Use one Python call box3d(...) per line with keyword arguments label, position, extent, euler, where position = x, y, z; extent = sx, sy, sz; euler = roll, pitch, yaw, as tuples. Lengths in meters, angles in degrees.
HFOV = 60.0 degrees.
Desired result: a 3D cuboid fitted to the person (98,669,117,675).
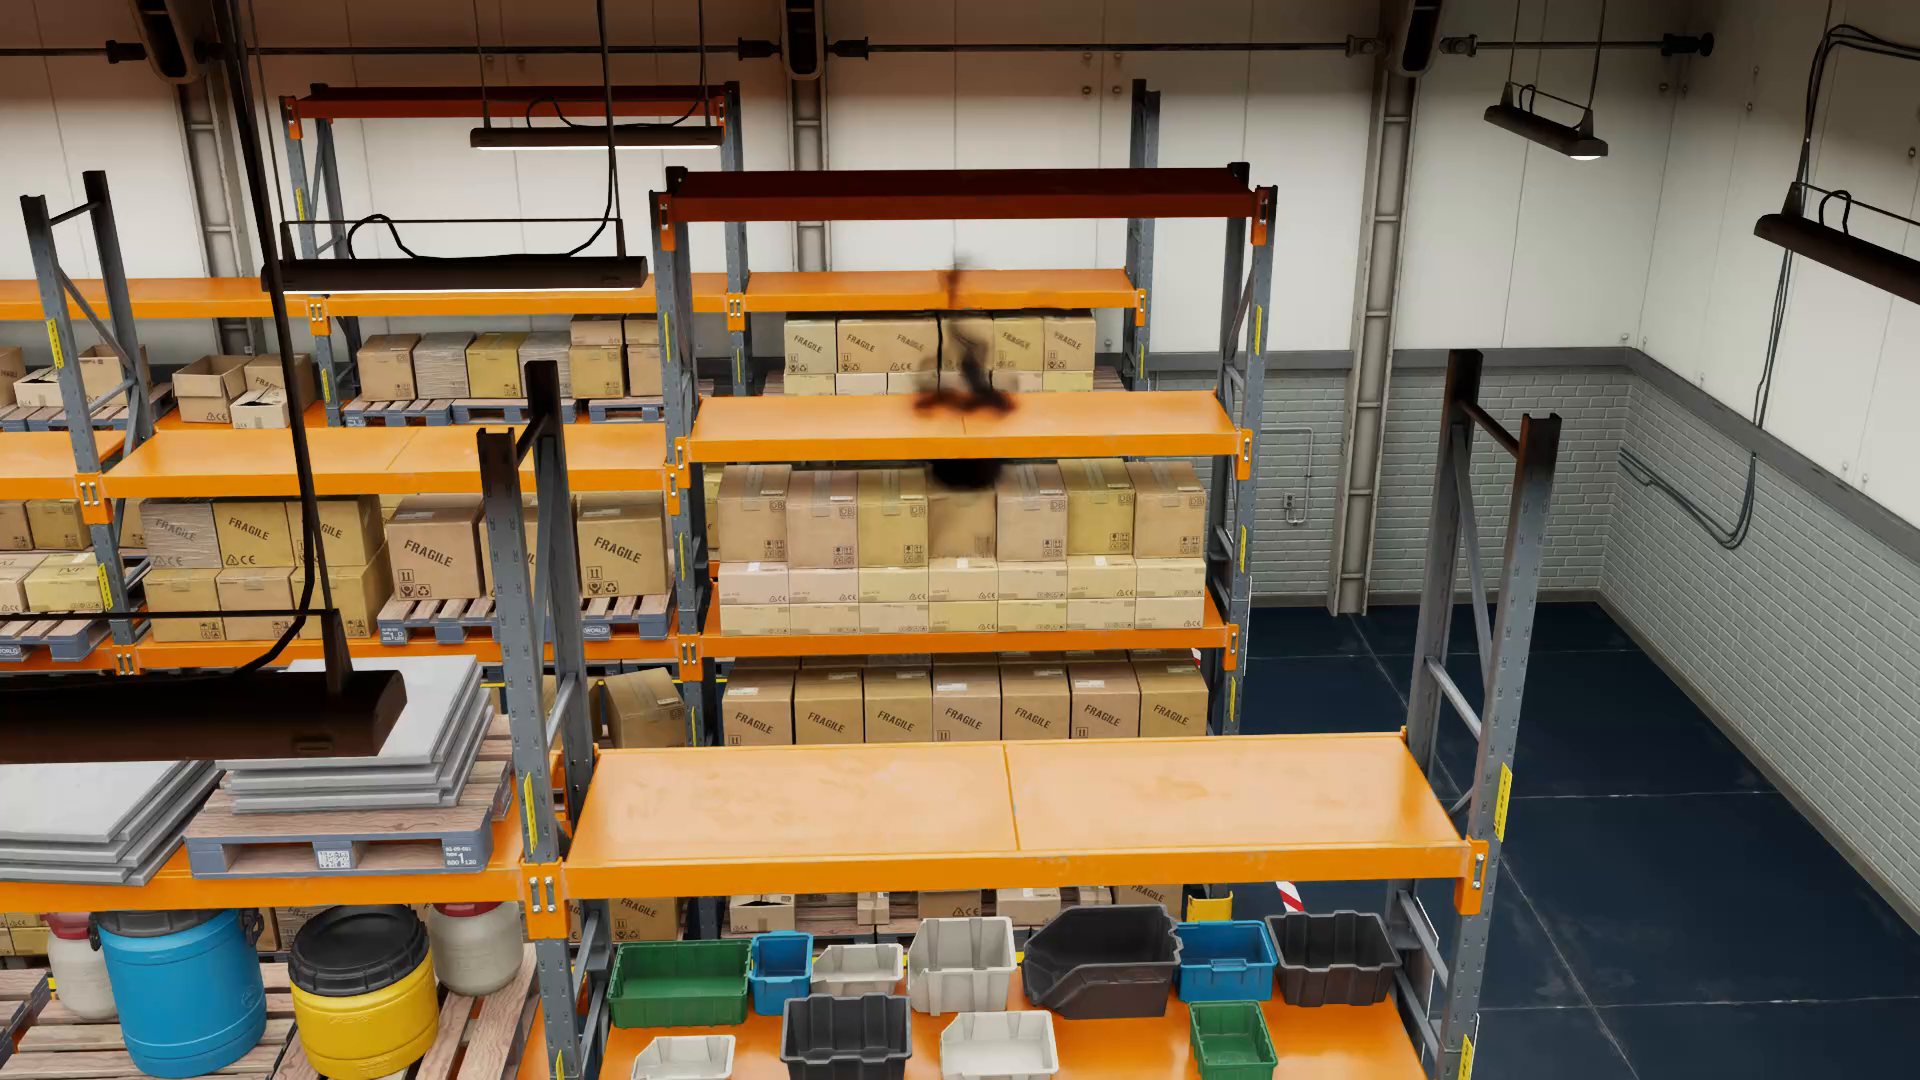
box3d(label="person", position=(-7.144, 1.801, 14.512), extent=(0.945, 1.698, 0.587), euler=(0, 22, 0))
